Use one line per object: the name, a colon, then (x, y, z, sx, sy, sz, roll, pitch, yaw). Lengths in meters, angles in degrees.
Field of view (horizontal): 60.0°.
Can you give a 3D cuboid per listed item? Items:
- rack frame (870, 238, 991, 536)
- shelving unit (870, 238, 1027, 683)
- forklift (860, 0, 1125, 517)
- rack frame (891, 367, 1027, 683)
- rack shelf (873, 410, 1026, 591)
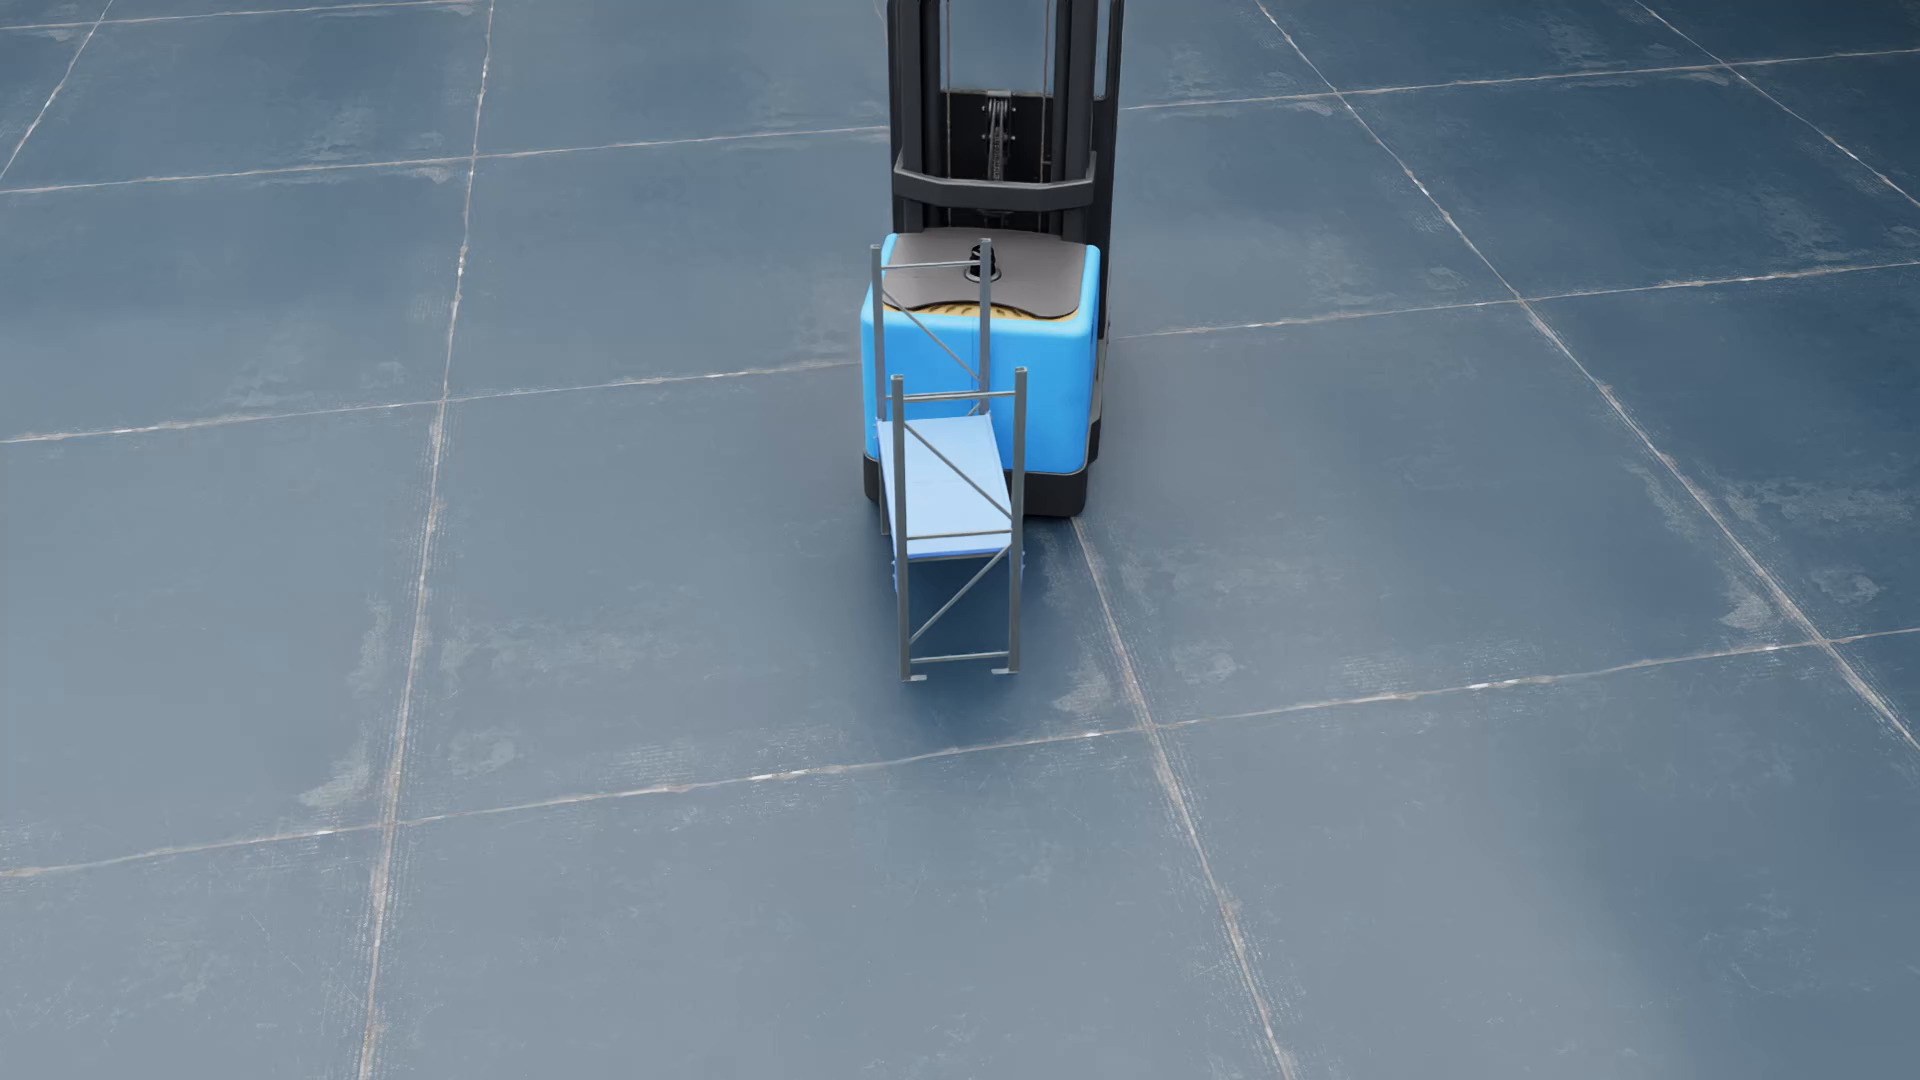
rack frame: (-0.121, -0.638, 7.349, 0.500, 1.500, 0.032, -4, 38, -5)
shelving unit: (-0.062, -0.329, 6.950, 0.538, 1.500, 1.048, -4, 38, -5)
forklift: (0.238, -2.163, 8.145, 1.130, 2.935, 3.031, 4, 38, 6)
rack frame: (-0.003, -0.019, 6.552, 0.500, 1.500, 0.032, -4, 38, -5)
rack shelf: (-0.062, -0.187, 7.061, 0.538, 0.185, 1.000, -4, 38, -5)
